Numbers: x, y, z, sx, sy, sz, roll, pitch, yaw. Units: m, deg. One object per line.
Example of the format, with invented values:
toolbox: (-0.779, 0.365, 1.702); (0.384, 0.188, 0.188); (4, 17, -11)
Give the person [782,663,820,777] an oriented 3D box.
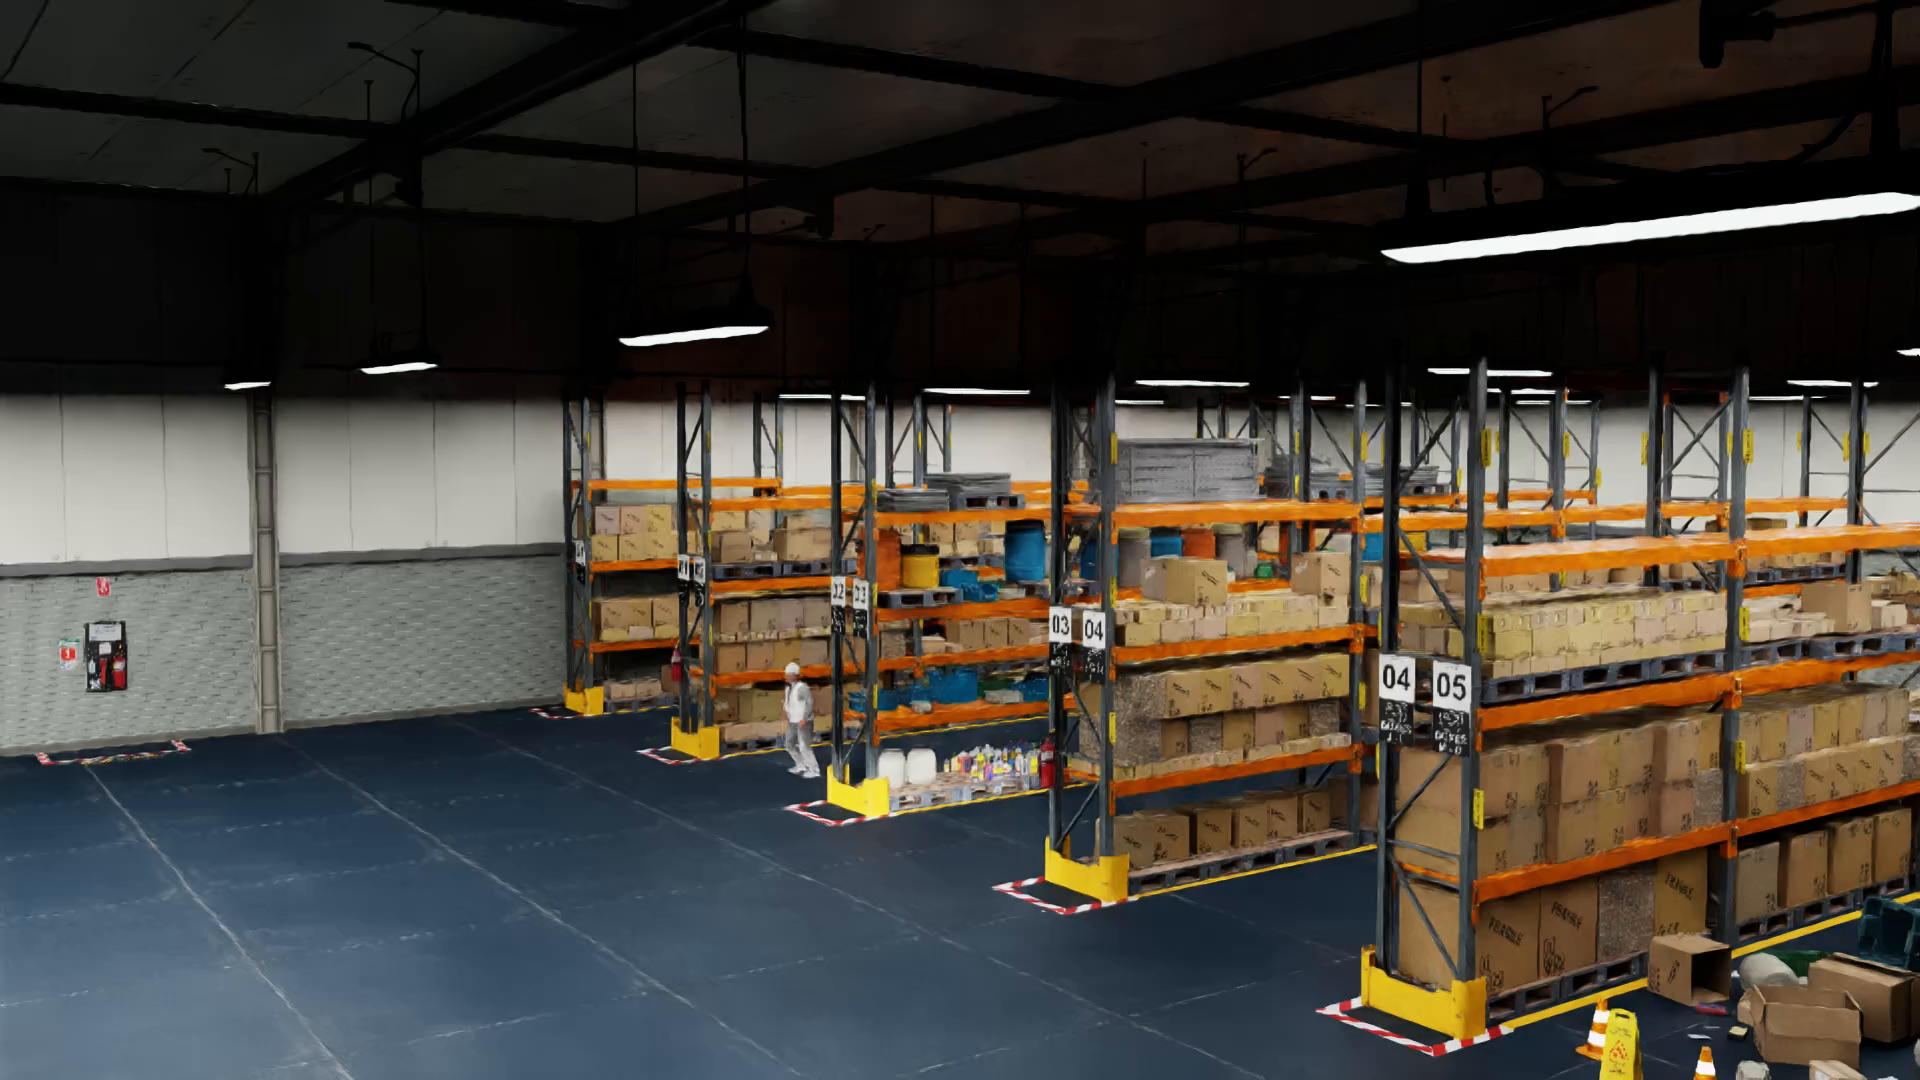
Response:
person: (-2.421, 2.702, 25.051); (0.574, 1.726, 0.677); (-3, 5, -37)
